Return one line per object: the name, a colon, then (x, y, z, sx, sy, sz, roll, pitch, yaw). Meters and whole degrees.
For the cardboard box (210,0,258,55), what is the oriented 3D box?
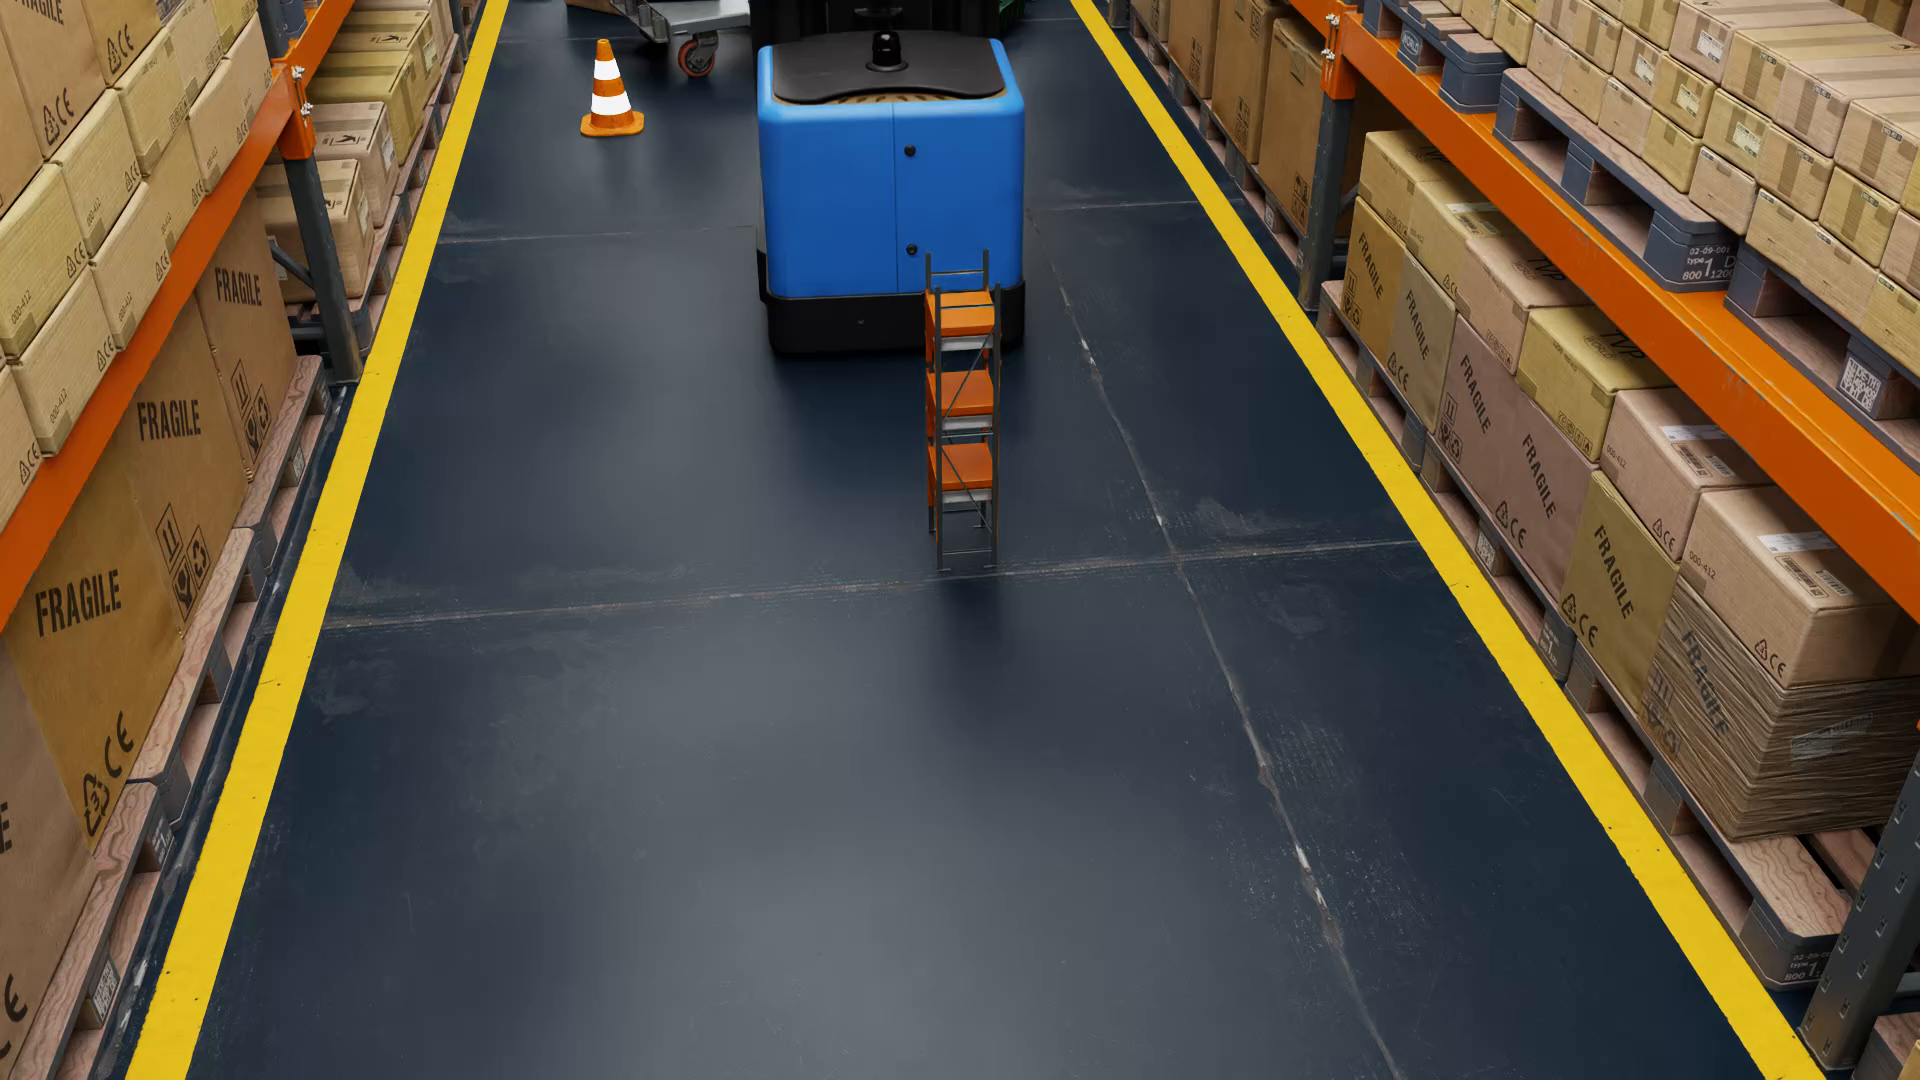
cardboard box: (-2.594, -1.751, 5.345, 0.500, 0.250, 0.500, -4, 35, -7)

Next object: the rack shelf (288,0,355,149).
rack shelf: (-3.180, -2.676, 7.652, 1.077, 0.370, 4.000, -4, 35, -6)

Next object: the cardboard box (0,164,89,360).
cardboard box: (-2.292, -0.609, 3.669, 0.500, 0.250, 0.500, -4, 34, -6)

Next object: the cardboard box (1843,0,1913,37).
cardboard box: (2.707, -1.498, 4.607, 0.380, 0.149, 0.250, -3, 34, -5)

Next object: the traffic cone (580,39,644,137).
traffic cone: (-1.895, -2.455, 8.942, 0.336, 0.463, 0.334, -4, 35, -6)

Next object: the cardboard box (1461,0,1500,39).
cardboard box: (1.914, -1.793, 5.568, 0.380, 0.149, 0.250, -3, 34, -4)

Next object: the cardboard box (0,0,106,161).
cardboard box: (-2.384, -1.197, 3.866, 0.500, 0.500, 0.500, -5, 35, -7)

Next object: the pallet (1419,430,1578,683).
pallet: (2.245, -0.021, 5.593, 1.003, 0.211, 1.213, -4, 35, -6)

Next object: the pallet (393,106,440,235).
pallet: (-3.175, -1.820, 8.234, 1.003, 0.211, 1.213, -4, 35, -6)

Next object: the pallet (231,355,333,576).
pallet: (-2.879, -0.259, 5.943, 1.003, 0.211, 1.213, -4, 35, -6)

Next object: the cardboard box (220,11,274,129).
cardboard box: (-2.585, -1.533, 5.469, 0.500, 0.250, 0.500, -6, 35, -8)

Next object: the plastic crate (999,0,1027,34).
plastic crate: (0.121, -3.380, 10.492, 0.450, 0.188, 0.662, 21, 39, 12)

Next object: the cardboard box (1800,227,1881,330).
cardboard box: (2.202, -0.617, 3.842, 0.380, 0.149, 0.250, -4, 35, -7)

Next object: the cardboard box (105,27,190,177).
cardboard box: (-2.432, -1.181, 4.508, 0.500, 0.250, 0.500, -5, 35, -8)

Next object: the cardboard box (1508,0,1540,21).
cardboard box: (1.959, -1.756, 5.249, 0.380, 0.149, 0.250, -4, 35, -6)

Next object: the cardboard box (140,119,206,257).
cardboard box: (-2.449, -0.967, 4.638, 0.500, 0.250, 0.500, -5, 35, -7)

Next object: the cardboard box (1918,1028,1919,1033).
cardboard box: (2.250, 1.052, 3.438, 0.380, 0.149, 0.250, -3, 34, -4)

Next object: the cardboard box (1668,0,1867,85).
cardboard box: (2.097, -1.309, 4.328, 0.380, 0.149, 0.250, -6, 35, -9)

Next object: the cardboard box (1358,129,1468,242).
cardboard box: (1.834, -1.336, 6.228, 0.500, 0.250, 0.500, -6, 35, -9)

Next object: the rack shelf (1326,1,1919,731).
rack shelf: (2.250, -0.875, 5.009, 1.077, 0.370, 4.000, -4, 35, -6)

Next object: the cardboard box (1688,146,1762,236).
cardboard box: (2.126, -0.912, 4.274, 0.380, 0.149, 0.250, -6, 35, -8)

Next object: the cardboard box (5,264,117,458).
cardboard box: (-2.295, -0.405, 3.813, 0.500, 0.250, 0.500, -5, 35, -7)

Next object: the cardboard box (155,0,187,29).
cardboard box: (-2.505, -1.757, 4.688, 0.500, 0.500, 0.500, -4, 34, -6)

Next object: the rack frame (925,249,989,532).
rack frame: (-0.009, -0.472, 5.510, 0.200, 1.050, 0.008, -4, 35, -6)

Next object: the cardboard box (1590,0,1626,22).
cardboard box: (2.029, -1.598, 4.754, 0.380, 0.149, 0.250, -3, 34, -5)

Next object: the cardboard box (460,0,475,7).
cardboard box: (-3.260, -3.476, 10.256, 0.500, 0.250, 0.500, -6, 35, -9)

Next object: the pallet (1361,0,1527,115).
pallet: (2.182, -1.820, 5.927, 1.213, 0.211, 1.003, -4, 35, -6)

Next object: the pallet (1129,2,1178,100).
pallet: (1.621, -2.944, 9.882, 1.003, 0.211, 1.213, -4, 35, -6)

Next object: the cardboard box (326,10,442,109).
cardboard box: (-3.276, -2.484, 8.691, 0.950, 0.372, 0.625, -2, 34, -3)

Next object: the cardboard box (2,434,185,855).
cardboard box: (-2.665, 0.236, 4.254, 0.875, 0.875, 0.875, -3, 34, -5)

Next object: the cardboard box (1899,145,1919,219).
cardboard box: (2.234, -0.731, 3.481, 0.380, 0.149, 0.250, -5, 35, -8)

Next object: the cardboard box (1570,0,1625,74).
cardboard box: (2.021, -1.478, 4.841, 0.380, 0.149, 0.250, -5, 35, -7)

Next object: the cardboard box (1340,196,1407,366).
cardboard box: (1.823, -1.015, 6.423, 0.500, 0.500, 0.500, -6, 35, -8)

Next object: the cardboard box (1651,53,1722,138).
cardboard box: (2.089, -1.191, 4.421, 0.380, 0.149, 0.250, -4, 35, -6)

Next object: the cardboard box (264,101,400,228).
cardboard box: (-3.084, -1.672, 7.501, 0.950, 0.372, 0.625, -5, 35, -7)

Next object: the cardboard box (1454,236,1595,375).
cardboard box: (1.956, -0.776, 5.406, 0.500, 0.250, 0.500, -4, 34, -6)

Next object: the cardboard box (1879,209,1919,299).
cardboard box: (2.233, -0.603, 3.557, 0.380, 0.149, 0.250, -4, 34, -6)

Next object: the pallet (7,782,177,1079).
pallet: (-2.551, 1.102, 3.945, 1.003, 0.211, 1.213, -4, 35, -6)

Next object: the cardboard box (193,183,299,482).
cardboard box: (-2.900, -0.761, 5.717, 0.875, 0.875, 0.875, -5, 35, -7)

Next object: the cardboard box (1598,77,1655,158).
cardboard box: (2.055, -1.208, 4.710, 0.380, 0.149, 0.250, -5, 35, -8)

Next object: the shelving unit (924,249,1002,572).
shelving unit: (0.007, -0.404, 5.411, 0.215, 1.050, 0.252, -4, 35, -6)

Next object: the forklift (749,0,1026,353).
forklift: (-0.397, -2.782, 7.230, 1.130, 2.935, 3.031, -3, 34, -5)

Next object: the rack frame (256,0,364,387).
rack frame: (-2.911, -1.857, 5.812, 1.000, 3.000, 0.127, -4, 35, -6)

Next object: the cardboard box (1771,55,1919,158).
cardboard box: (2.166, -1.022, 3.908, 0.380, 0.149, 0.250, -4, 35, -7)

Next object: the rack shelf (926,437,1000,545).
rack shelf: (0.007, -0.166, 5.573, 0.215, 0.259, 0.240, -4, 35, -6)

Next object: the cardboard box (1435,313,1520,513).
cardboard box: (1.968, -0.449, 5.592, 0.500, 0.500, 0.500, -5, 35, -8)

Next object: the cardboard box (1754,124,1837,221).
cardboard box: (2.161, -0.894, 3.984, 0.380, 0.149, 0.250, -5, 35, -8)

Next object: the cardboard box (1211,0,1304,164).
cardboard box: (1.867, -2.367, 8.184, 1.050, 0.750, 0.750, -4, 34, -6)

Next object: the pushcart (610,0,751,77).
pushcart: (-1.196, -3.206, 10.120, 1.648, 0.377, 0.936, -16, 38, -23)

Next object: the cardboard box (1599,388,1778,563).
cardboard box: (2.112, -0.191, 4.548, 0.500, 0.250, 0.500, -3, 34, -4)

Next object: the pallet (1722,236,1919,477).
pallet: (2.560, -0.415, 3.865, 1.003, 0.211, 1.213, -4, 35, -6)

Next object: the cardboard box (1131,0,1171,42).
cardboard box: (1.615, -3.425, 9.737, 1.050, 0.750, 0.750, -5, 35, -7)

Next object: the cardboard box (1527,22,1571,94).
cardboard box: (1.990, -1.494, 5.129, 0.380, 0.149, 0.250, -3, 34, -5)

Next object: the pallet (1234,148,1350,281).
pallet: (1.949, -1.582, 7.884, 1.003, 0.211, 1.213, -4, 35, -6)

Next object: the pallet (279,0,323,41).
pallet: (-3.112, -2.168, 6.437, 1.213, 0.211, 1.003, -4, 35, -6)

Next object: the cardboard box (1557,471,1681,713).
cardboard box: (2.101, 0.123, 4.753, 0.500, 0.500, 0.500, -5, 35, -8)

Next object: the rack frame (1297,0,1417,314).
rack frame: (1.981, -2.289, 6.445, 1.000, 3.000, 0.127, -4, 35, -6)
